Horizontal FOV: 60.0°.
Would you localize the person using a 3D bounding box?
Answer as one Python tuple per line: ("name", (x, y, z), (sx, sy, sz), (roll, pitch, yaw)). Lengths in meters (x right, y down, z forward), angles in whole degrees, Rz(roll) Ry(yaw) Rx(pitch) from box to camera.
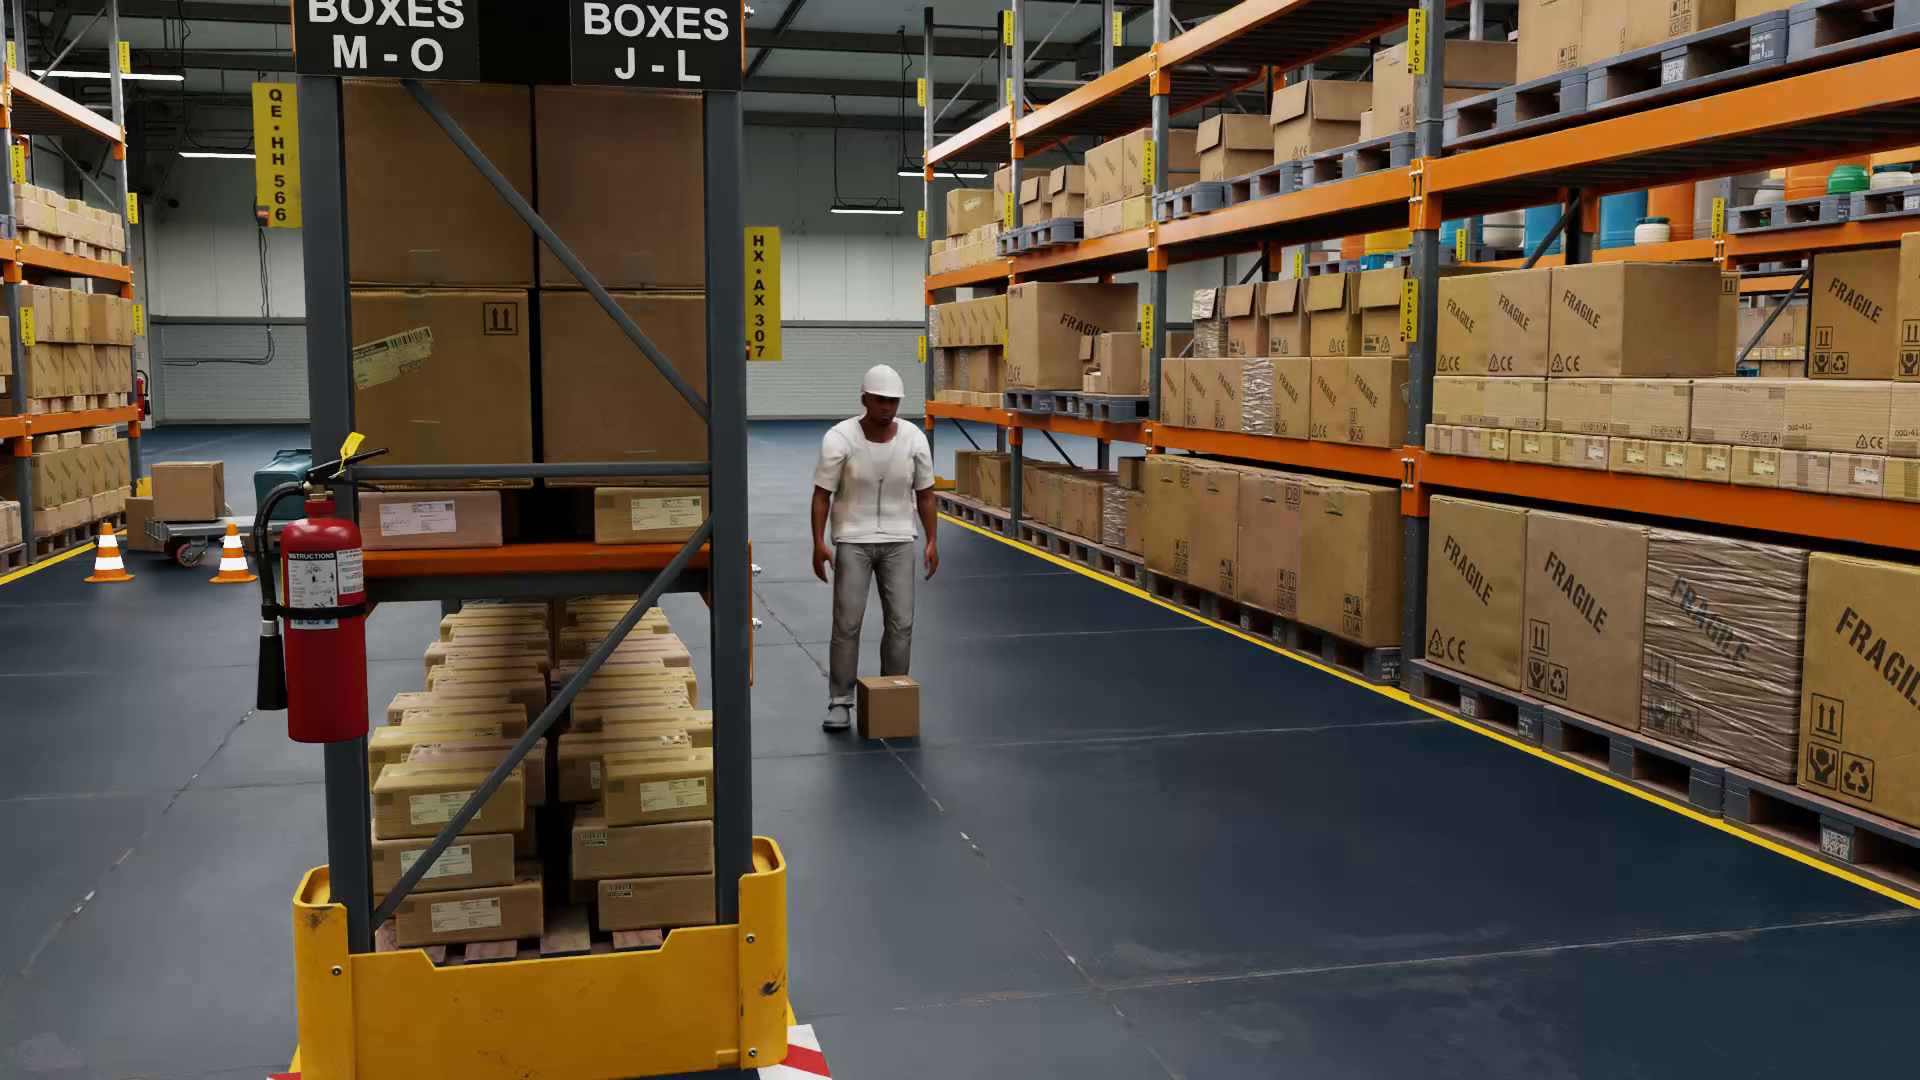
("person", (-0.410, 0.029, 8.103), (0.635, 1.760, 0.463), (-2, 6, -15))
